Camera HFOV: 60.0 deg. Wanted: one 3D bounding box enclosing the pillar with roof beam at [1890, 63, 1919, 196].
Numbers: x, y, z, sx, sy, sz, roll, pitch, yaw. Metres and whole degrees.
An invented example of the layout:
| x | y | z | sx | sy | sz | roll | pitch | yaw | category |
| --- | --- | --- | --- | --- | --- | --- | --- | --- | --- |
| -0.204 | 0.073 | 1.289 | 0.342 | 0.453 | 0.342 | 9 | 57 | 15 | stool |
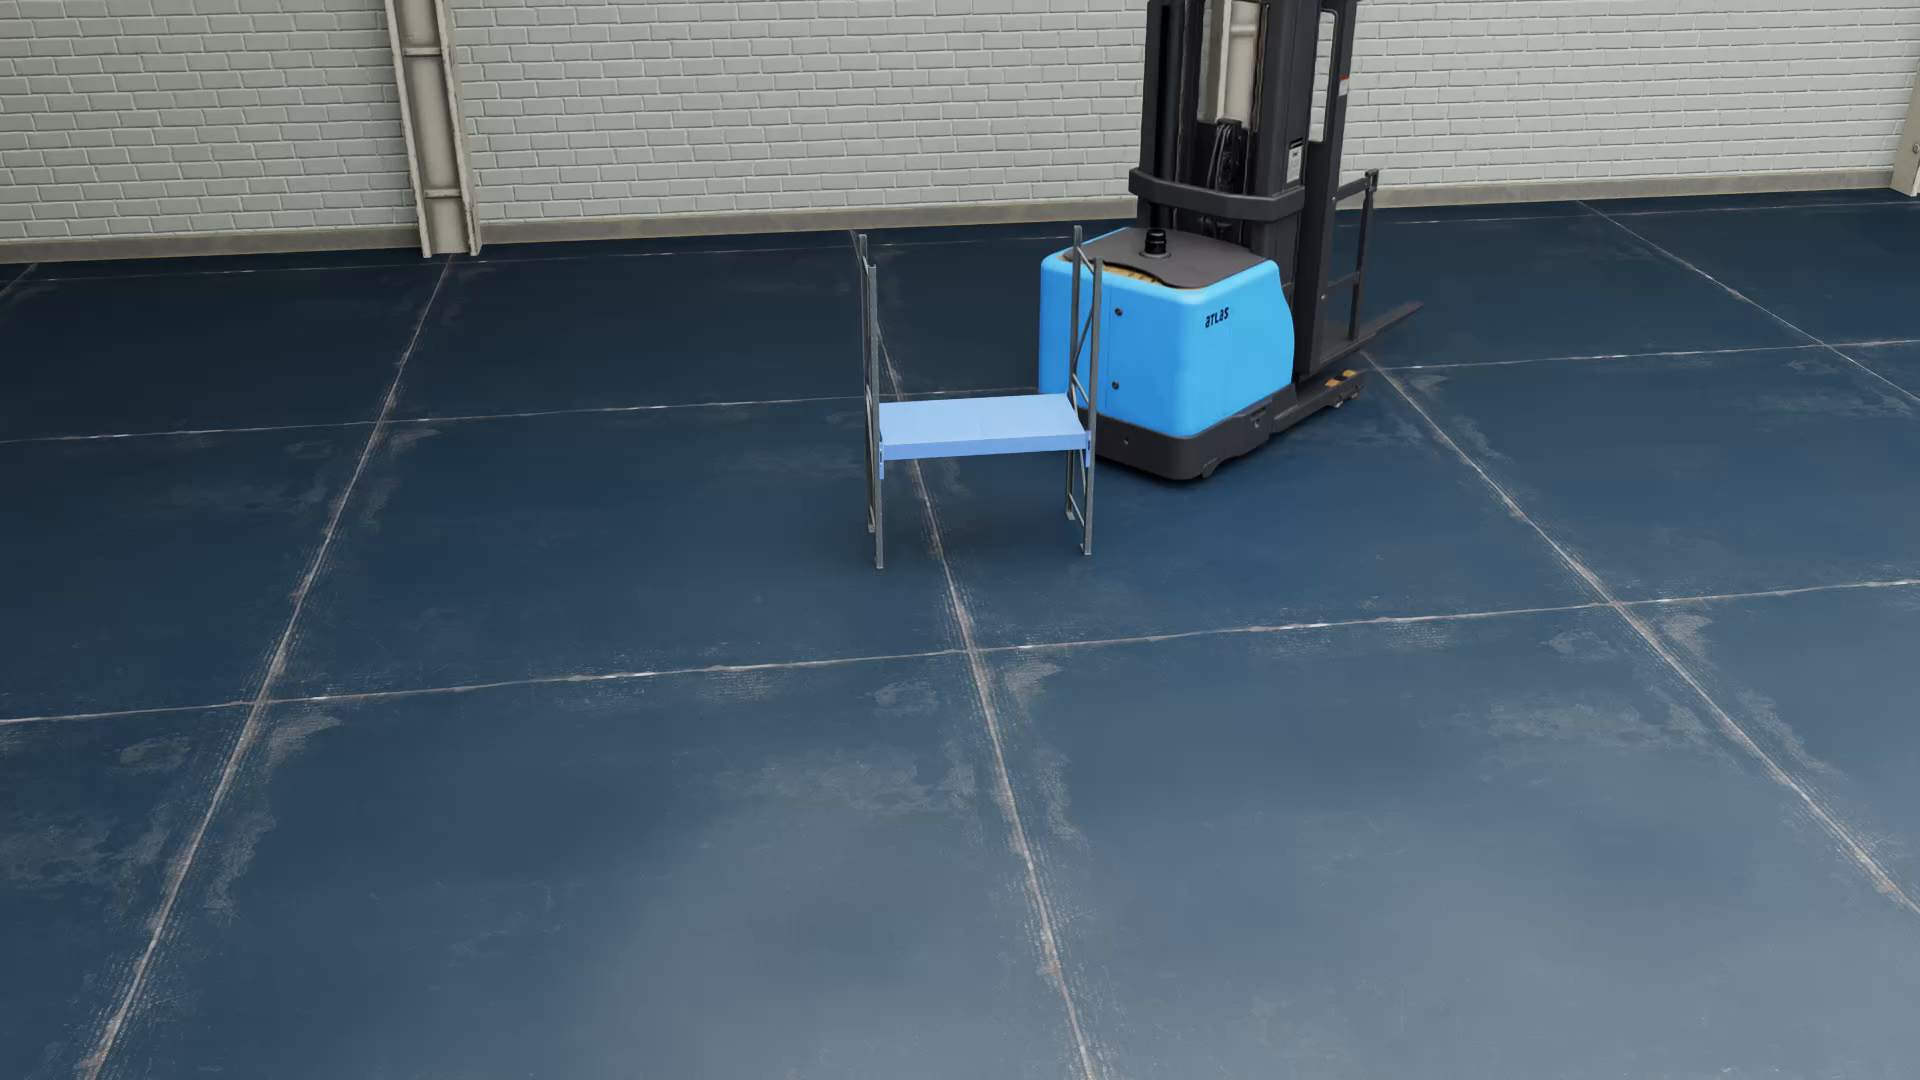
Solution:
| x | y | z | sx | sy | sz | roll | pitch | yaw | category |
| --- | --- | --- | --- | --- | --- | --- | --- | --- | --- |
| 8.674 | -4.998 | 8.133 | 0.400 | 9.000 | 9.100 | -4 | 27 | -7 | pillar with roof beam |

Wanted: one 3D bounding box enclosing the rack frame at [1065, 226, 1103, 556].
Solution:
| x | y | z | sx | sy | sz | roll | pitch | yaw | category |
| --- | --- | --- | --- | --- | --- | --- | --- | --- | --- |
| 0.588 | -0.705 | 7.981 | 0.032 | 1.500 | 0.500 | -4 | 27 | -7 | rack frame |

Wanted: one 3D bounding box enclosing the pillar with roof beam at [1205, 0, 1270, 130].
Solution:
| x | y | z | sx | sy | sz | roll | pitch | yaw | category |
| --- | --- | --- | --- | --- | --- | --- | --- | --- | --- |
| 2.733 | -4.616 | 7.390 | 0.400 | 9.000 | 9.100 | -4 | 27 | -7 | pillar with roof beam |

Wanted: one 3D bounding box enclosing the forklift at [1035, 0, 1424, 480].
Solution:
| x | y | z | sx | sy | sz | roll | pitch | yaw | category |
| --- | --- | --- | --- | --- | --- | --- | --- | --- | --- |
| 1.757 | -2.213 | 9.353 | 1.130 | 2.935 | 3.031 | 21 | 34 | 35 | forklift |

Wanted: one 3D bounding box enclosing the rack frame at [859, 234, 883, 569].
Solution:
| x | y | z | sx | sy | sz | roll | pitch | yaw | category |
| --- | --- | --- | --- | --- | --- | --- | --- | --- | --- |
| -0.419 | -0.640 | 7.855 | 0.032 | 1.500 | 0.500 | -4 | 27 | -7 | rack frame |

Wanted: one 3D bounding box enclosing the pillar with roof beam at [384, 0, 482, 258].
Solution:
| x | y | z | sx | sy | sz | roll | pitch | yaw | category |
| --- | --- | --- | --- | --- | --- | --- | --- | --- | --- |
| -3.209 | -4.235 | 6.646 | 0.400 | 9.000 | 9.100 | -4 | 27 | -7 | pillar with roof beam |

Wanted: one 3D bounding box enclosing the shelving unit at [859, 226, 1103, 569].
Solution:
| x | y | z | sx | sy | sz | roll | pitch | yaw | category |
| --- | --- | --- | --- | --- | --- | --- | --- | --- | --- |
| 0.084 | -0.673 | 7.918 | 1.048 | 1.500 | 0.538 | -4 | 27 | -7 | shelving unit |

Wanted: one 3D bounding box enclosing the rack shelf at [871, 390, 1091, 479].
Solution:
| x | y | z | sx | sy | sz | roll | pitch | yaw | category |
| --- | --- | --- | --- | --- | --- | --- | --- | --- | --- |
| 0.084 | -0.513 | 8.000 | 1.000 | 0.185 | 0.538 | -4 | 27 | -7 | rack shelf |
